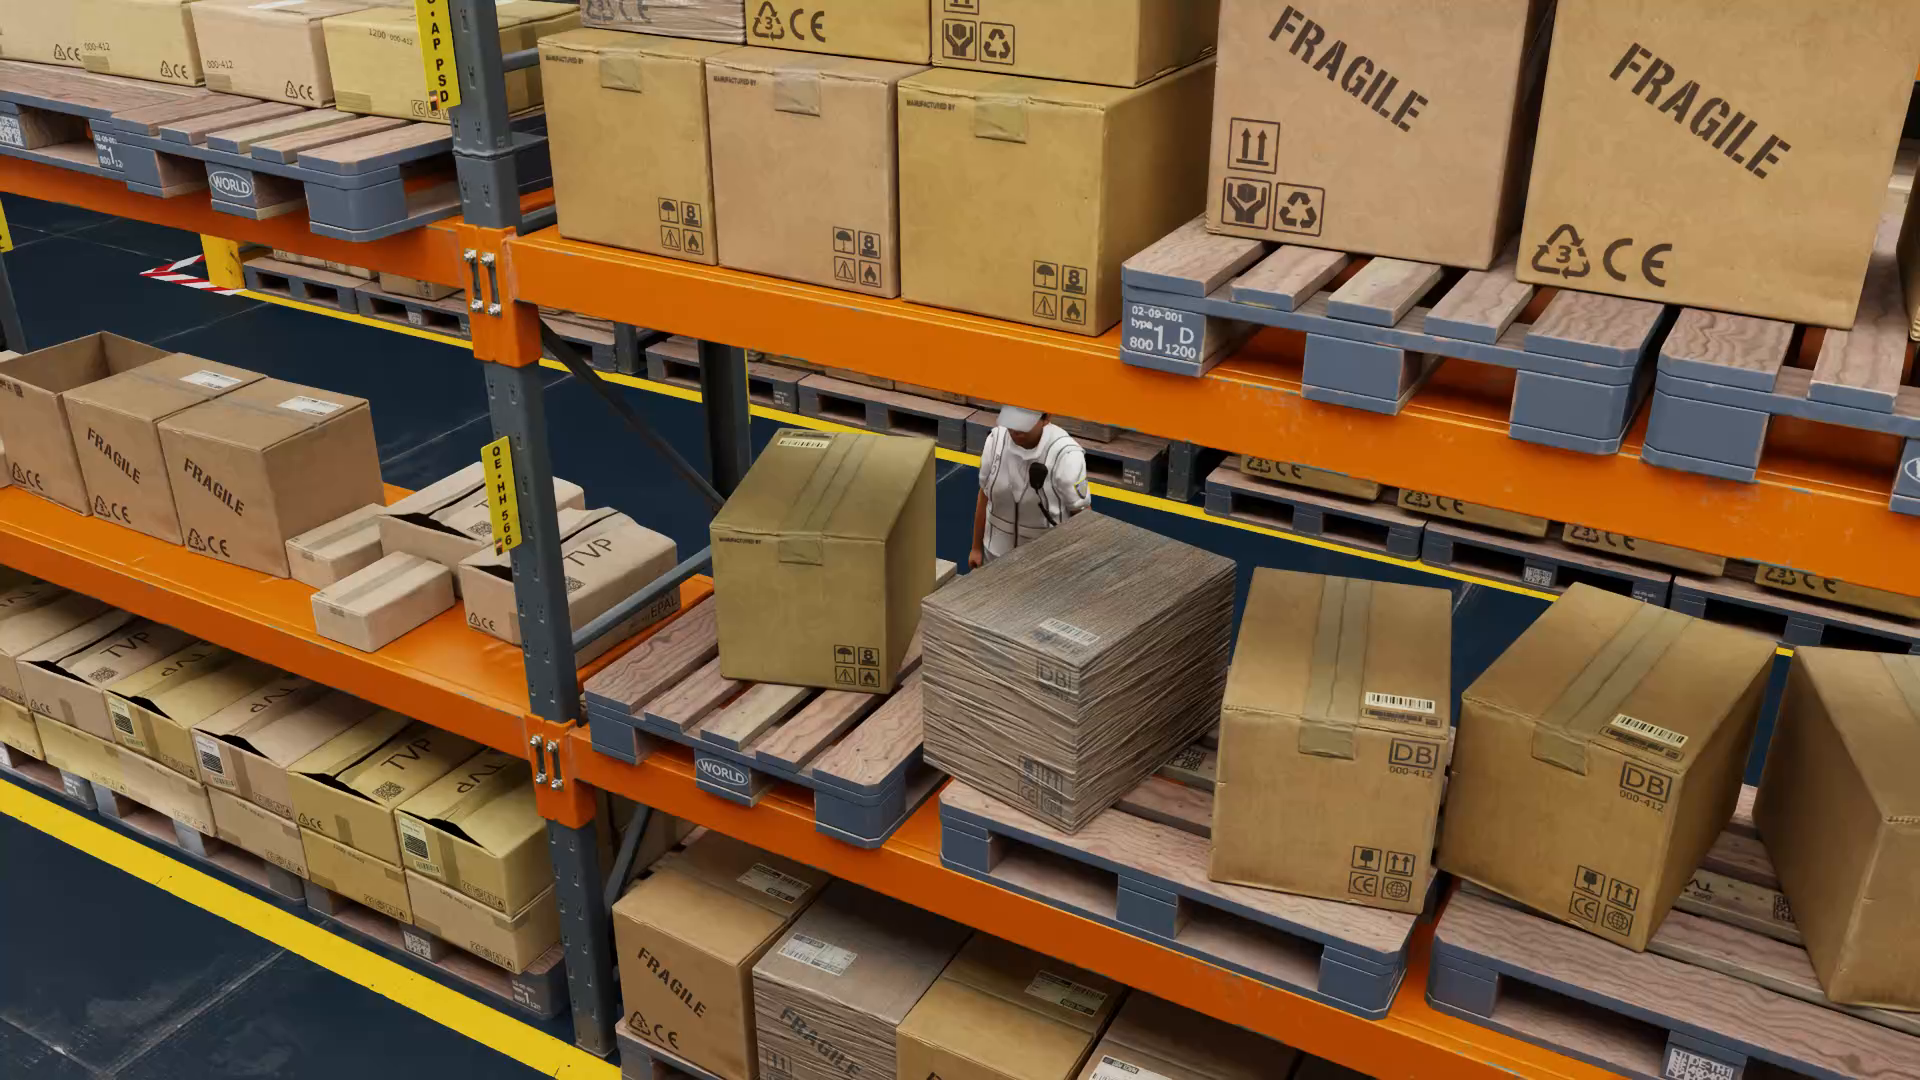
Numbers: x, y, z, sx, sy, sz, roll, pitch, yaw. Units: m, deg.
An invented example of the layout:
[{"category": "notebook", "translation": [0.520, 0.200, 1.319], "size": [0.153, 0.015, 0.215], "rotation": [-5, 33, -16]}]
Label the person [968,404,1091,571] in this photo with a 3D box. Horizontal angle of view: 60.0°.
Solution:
[{"category": "person", "translation": [0.275, 0.093, 6.922], "size": [0.539, 1.667, 0.465], "rotation": [15, 30, 26]}]
